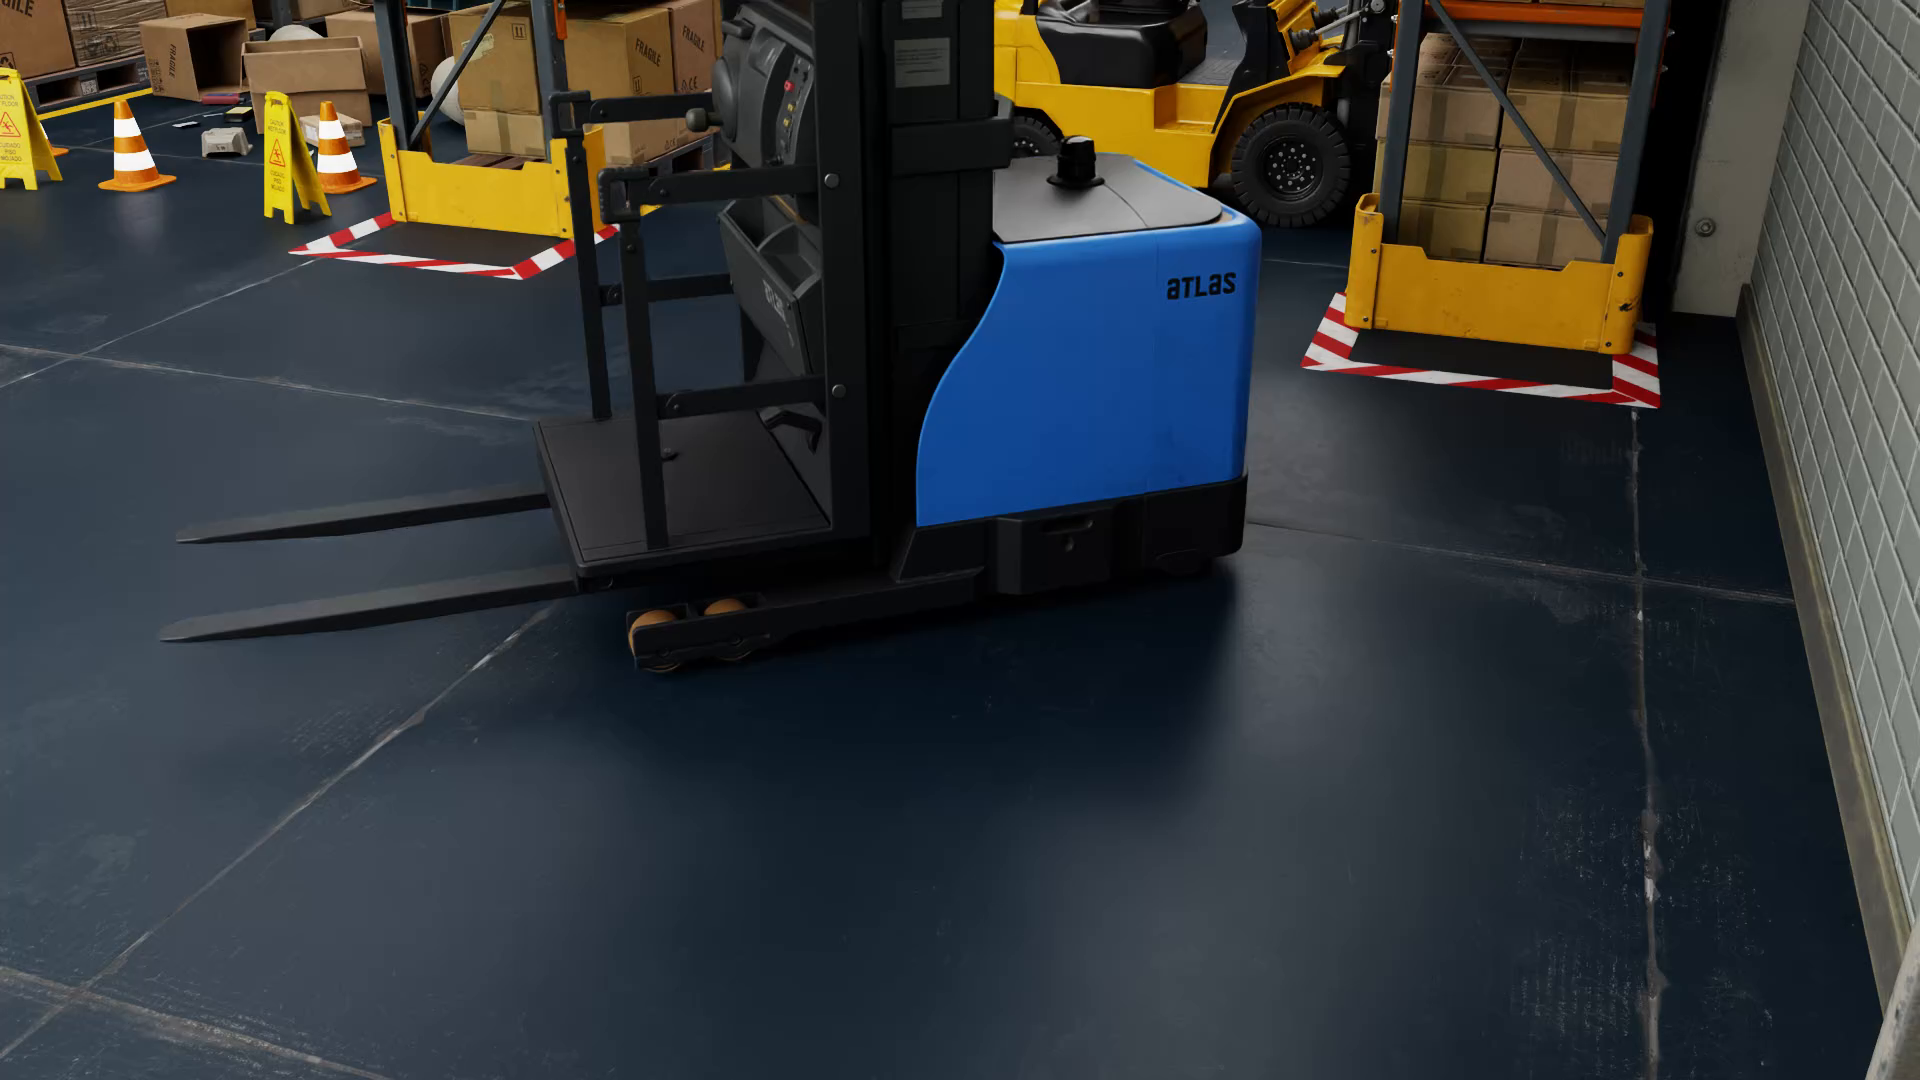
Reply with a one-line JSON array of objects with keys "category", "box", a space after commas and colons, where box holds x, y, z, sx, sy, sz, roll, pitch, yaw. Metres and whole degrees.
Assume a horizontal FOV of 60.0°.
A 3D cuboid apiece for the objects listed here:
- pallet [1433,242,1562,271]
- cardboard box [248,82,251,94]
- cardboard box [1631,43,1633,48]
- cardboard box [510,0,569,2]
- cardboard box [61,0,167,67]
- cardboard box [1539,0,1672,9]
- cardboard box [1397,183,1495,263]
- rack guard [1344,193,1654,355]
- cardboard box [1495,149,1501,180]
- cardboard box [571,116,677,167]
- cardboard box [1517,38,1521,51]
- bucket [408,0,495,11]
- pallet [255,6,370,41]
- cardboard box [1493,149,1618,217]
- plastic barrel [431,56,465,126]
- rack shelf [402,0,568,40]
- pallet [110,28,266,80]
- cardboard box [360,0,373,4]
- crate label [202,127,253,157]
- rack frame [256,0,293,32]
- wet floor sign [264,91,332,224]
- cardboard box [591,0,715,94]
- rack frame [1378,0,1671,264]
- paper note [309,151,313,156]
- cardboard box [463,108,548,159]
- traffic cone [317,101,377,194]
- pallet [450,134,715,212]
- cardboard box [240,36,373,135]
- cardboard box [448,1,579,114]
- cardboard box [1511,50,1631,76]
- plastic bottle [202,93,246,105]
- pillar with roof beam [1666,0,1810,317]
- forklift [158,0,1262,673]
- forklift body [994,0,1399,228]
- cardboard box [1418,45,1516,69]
[{"category": "pallet", "box": [2.474, -1.332, 7.758, 1.003, 0.211, 1.213, 9, 27, 17]}, {"category": "cardboard box", "box": [-4.629, -3.101, 11.349, 0.396, 0.266, 0.258, 14, 29, 26]}, {"category": "cardboard box", "box": [3.114, -2.457, 8.409, 0.500, 0.250, 0.500, 8, 27, 16]}, {"category": "cardboard box", "box": [-2.344, -3.093, 9.265, 0.380, 0.149, 0.250, 10, 27, 19]}, {"category": "cardboard box", "box": [-6.365, -3.918, 11.857, 0.875, 0.875, 0.875, 9, 27, 18]}, {"category": "cardboard box", "box": [2.686, -2.475, 6.804, 0.500, 0.500, 0.500, 10, 27, 19]}, {"category": "cardboard box", "box": [2.117, -1.457, 7.490, 0.500, 0.250, 0.500, 9, 27, 18]}, {"category": "rack guard", "box": [2.251, -1.131, 7.013, 1.175, 0.500, 0.348, 9, 27, 17]}, {"category": "cardboard box", "box": [2.303, -1.893, 7.817, 0.500, 0.250, 0.500, 8, 27, 17]}, {"category": "cardboard box", "box": [-1.894, -2.228, 9.082, 0.500, 0.250, 0.500, 9, 27, 17]}, {"category": "cardboard box", "box": [2.617, -2.529, 8.557, 0.500, 0.250, 0.500, 8, 27, 16]}, {"category": "bucket", "box": [-3.665, -4.125, 12.340, 0.726, 0.611, 0.620, 20, 22, 35]}, {"category": "pallet", "box": [-5.608, -4.378, 14.049, 1.003, 0.211, 1.213, 9, 27, 17]}, {"category": "cardboard box", "box": [2.611, -1.606, 7.224, 0.500, 0.250, 0.500, 9, 27, 18]}, {"category": "plastic barrel", "box": [-3.164, -2.893, 10.740, 0.421, 0.421, 0.512, -14, 29, -27]}, {"category": "rack shelf", "box": [-1.758, -3.483, 9.827, 1.077, 0.370, 4.000, 9, 27, 17]}, {"category": "pallet", "box": [-6.121, -3.749, 12.750, 1.003, 0.211, 1.213, 9, 27, 17]}, {"category": "cardboard box", "box": [-5.347, -5.145, 14.534, 1.050, 0.750, 0.750, 9, 27, 17]}, {"category": "crate label", "box": [-4.453, -2.413, 10.077, 0.250, 0.136, 0.298, -5, 26, -9]}, {"category": "rack frame", "box": [-5.794, -5.305, 12.764, 1.000, 3.000, 0.127, 9, 27, 17]}, {"category": "wet floor sign", "box": [-3.496, -2.002, 8.645, 0.267, 0.644, 0.232, 20, 32, 35]}, {"category": "cardboard box", "box": [-1.717, -2.790, 9.384, 0.500, 0.500, 0.500, 8, 27, 16]}, {"category": "rack frame", "box": [2.259, -2.266, 6.489, 1.000, 3.000, 0.127, 9, 27, 17]}, {"category": "paper note", "box": [-3.986, -2.326, 10.018, 0.148, 0.019, 0.142, 0, 26, -1]}, {"category": "cardboard box", "box": [-2.400, -2.317, 9.267, 0.500, 0.250, 0.500, 9, 27, 17]}, {"category": "traffic cone", "box": [-3.497, -2.207, 9.277, 0.336, 0.463, 0.334, 9, 27, 17]}, {"category": "pallet", "box": [-2.094, -2.090, 9.324, 1.003, 0.211, 1.213, 9, 27, 17]}, {"category": "cardboard box", "box": [-4.226, -2.950, 10.766, 0.797, 0.503, 0.637, -9, 27, -18]}, {"category": "cardboard box", "box": [-2.403, -2.641, 9.075, 0.500, 0.500, 0.500, 9, 27, 18]}, {"category": "cardboard box", "box": [2.760, -2.044, 7.555, 0.500, 0.250, 0.500, 9, 27, 18]}, {"category": "plastic bottle", "box": [-5.051, -3.036, 11.450, 0.283, 0.061, 0.133, 0, 26, -1]}, {"category": "pillar with roof beam", "box": [-0.719, -5.746, 6.792, 9.100, 9.000, 0.400, 9, 27, 17]}, {"category": "forklift", "box": [-0.713, -1.219, 4.405, 3.031, 2.935, 1.130, -9, 27, -17]}, {"category": "forklift body", "box": [1.169, -2.928, 8.830, 2.313, 2.155, 1.214, 9, 27, 17]}, {"category": "cardboard box", "box": [2.282, -2.113, 7.698, 0.500, 0.250, 0.500, 9, 27, 18]}]
